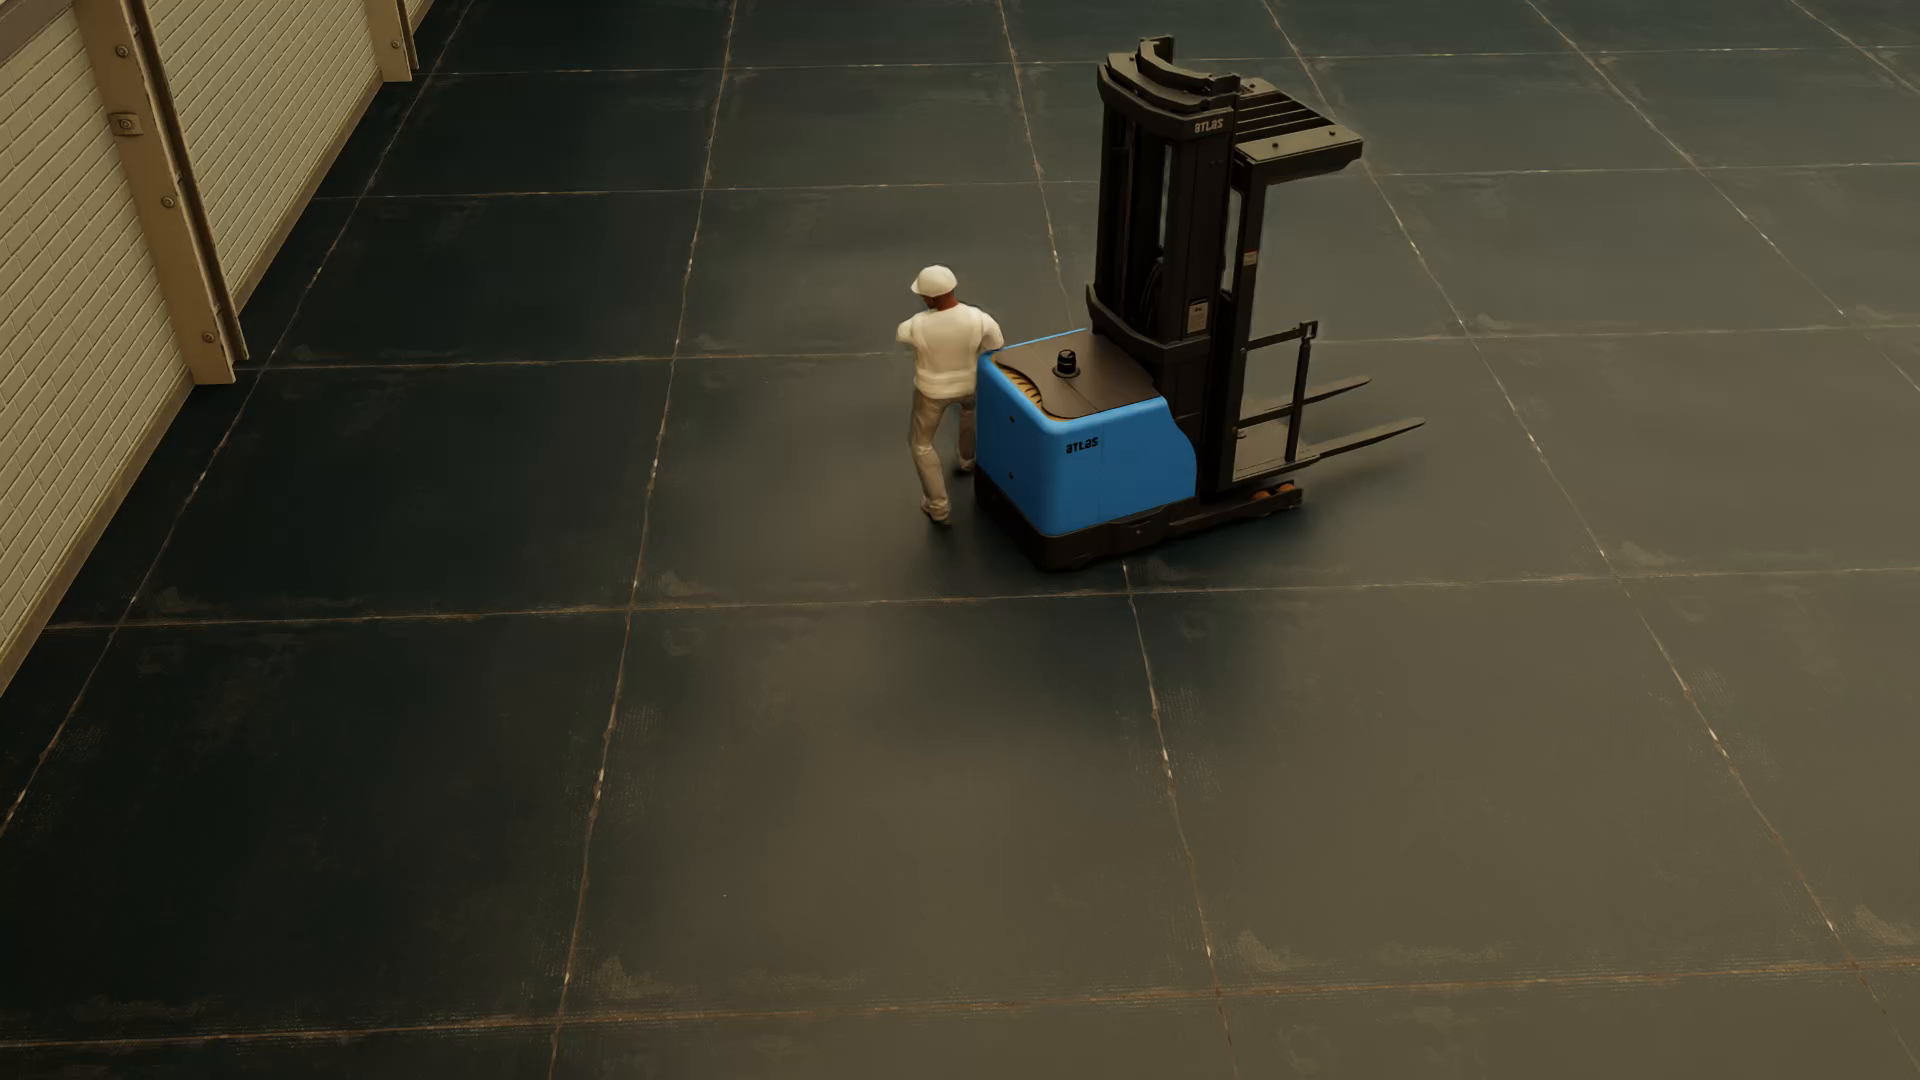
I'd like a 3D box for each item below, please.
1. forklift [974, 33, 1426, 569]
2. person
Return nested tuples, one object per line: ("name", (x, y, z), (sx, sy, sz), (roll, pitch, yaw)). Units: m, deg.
("forklift", (1.645, -1.595, 10.200), (3.031, 2.935, 1.130), (-16, 39, -21))
("person", (-0.022, -1.032, 10.519), (0.758, 1.687, 0.859), (-12, 38, -16))
